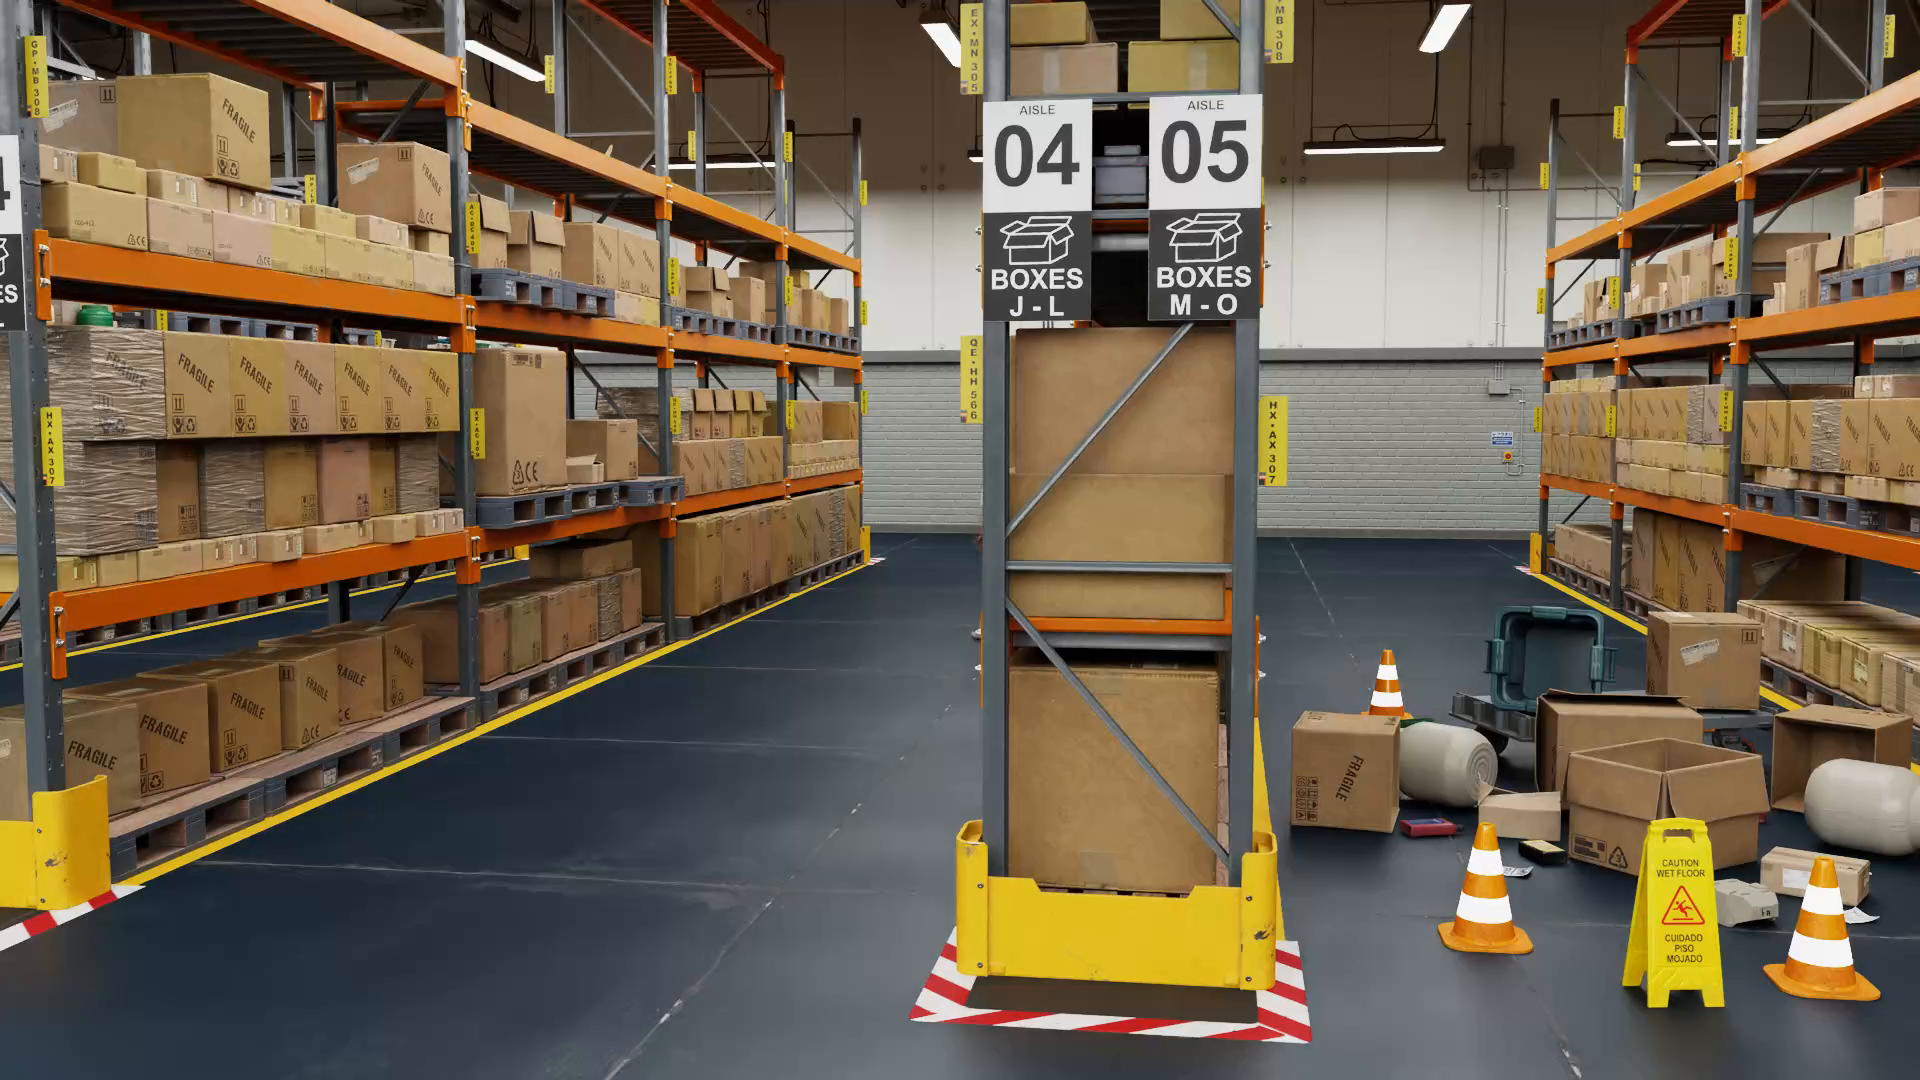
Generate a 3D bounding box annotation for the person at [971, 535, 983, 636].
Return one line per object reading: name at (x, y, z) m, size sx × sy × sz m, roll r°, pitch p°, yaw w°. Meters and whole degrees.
person at (0.379, 0.027, 15.099) m, size 0.521 × 1.769 × 0.563 m, roll -1°, pitch 5°, yaw -11°
